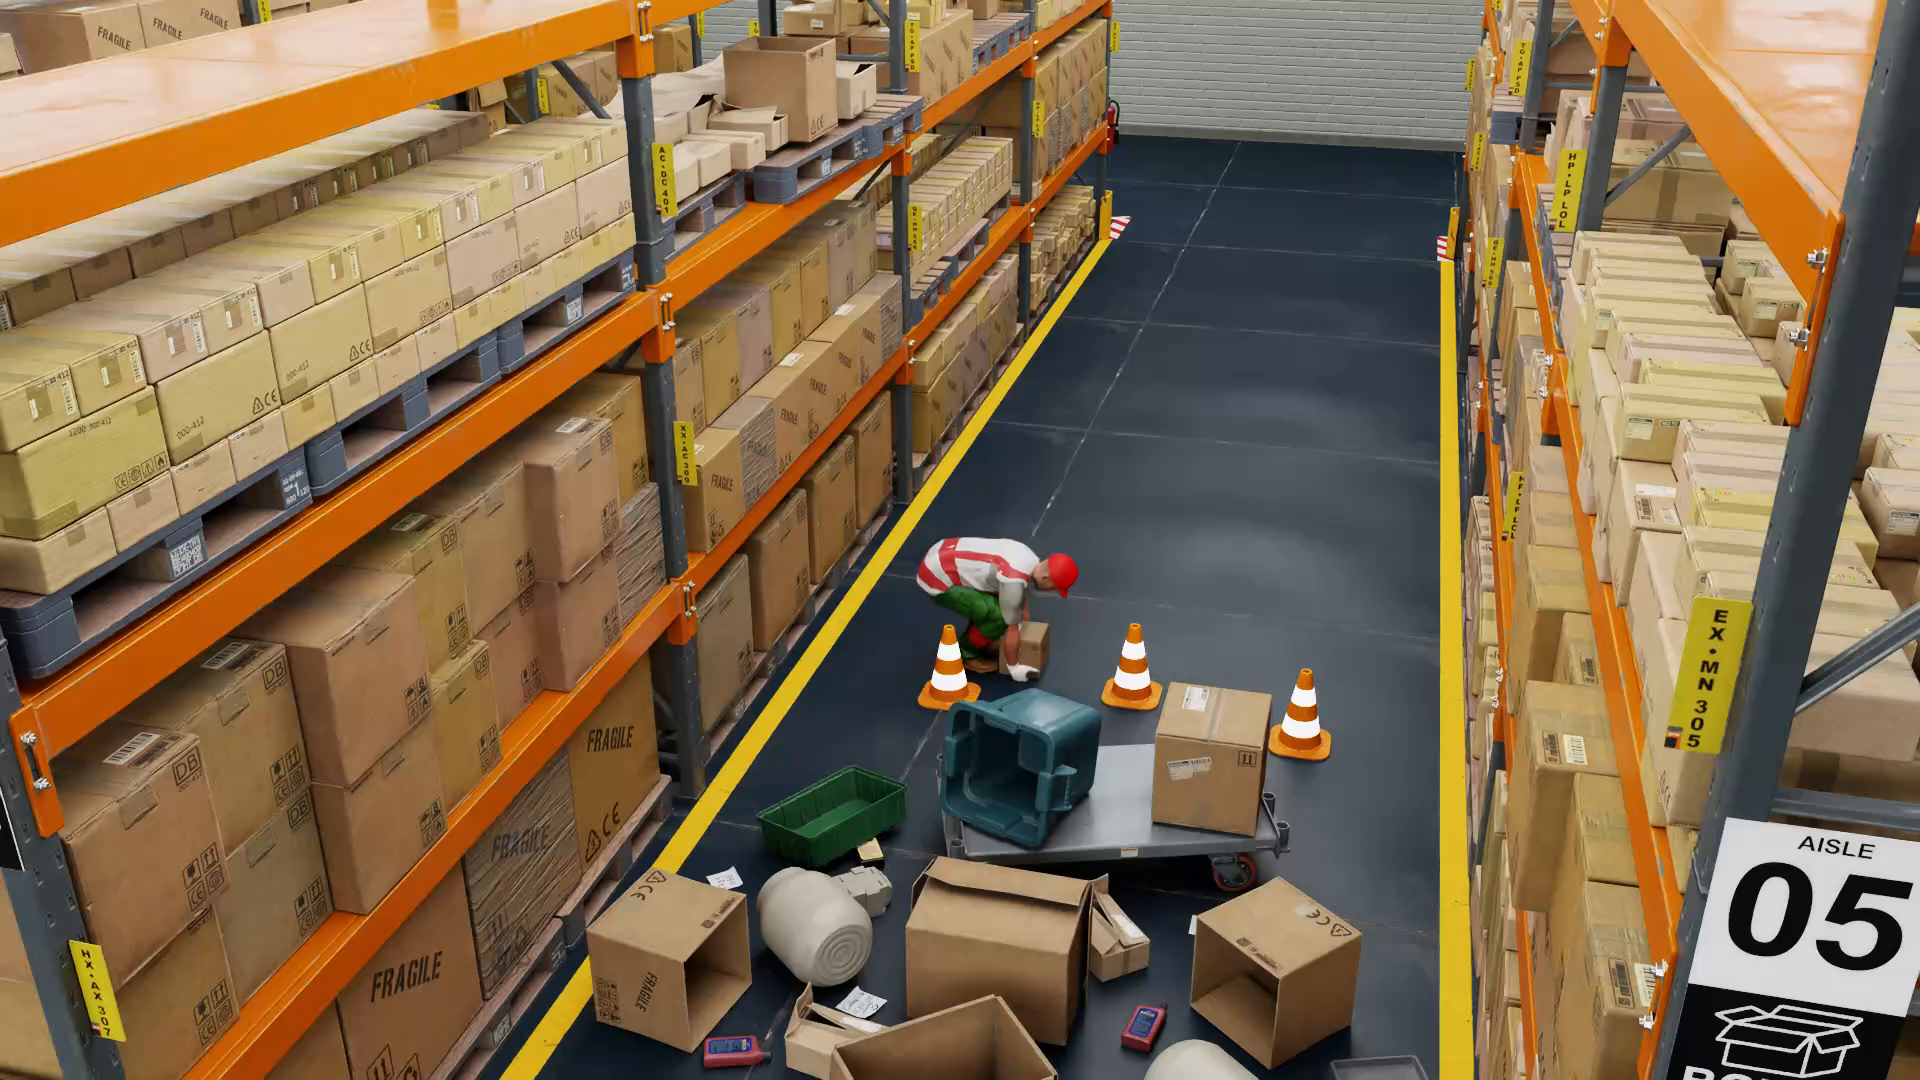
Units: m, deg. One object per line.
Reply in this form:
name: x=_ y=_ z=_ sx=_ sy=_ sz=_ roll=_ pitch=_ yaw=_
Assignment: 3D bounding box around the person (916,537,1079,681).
person: x=0.225 y=0.399 z=10.032 sx=0.961 sy=0.826 sz=0.515 roll=6 pitch=26 yaw=12
